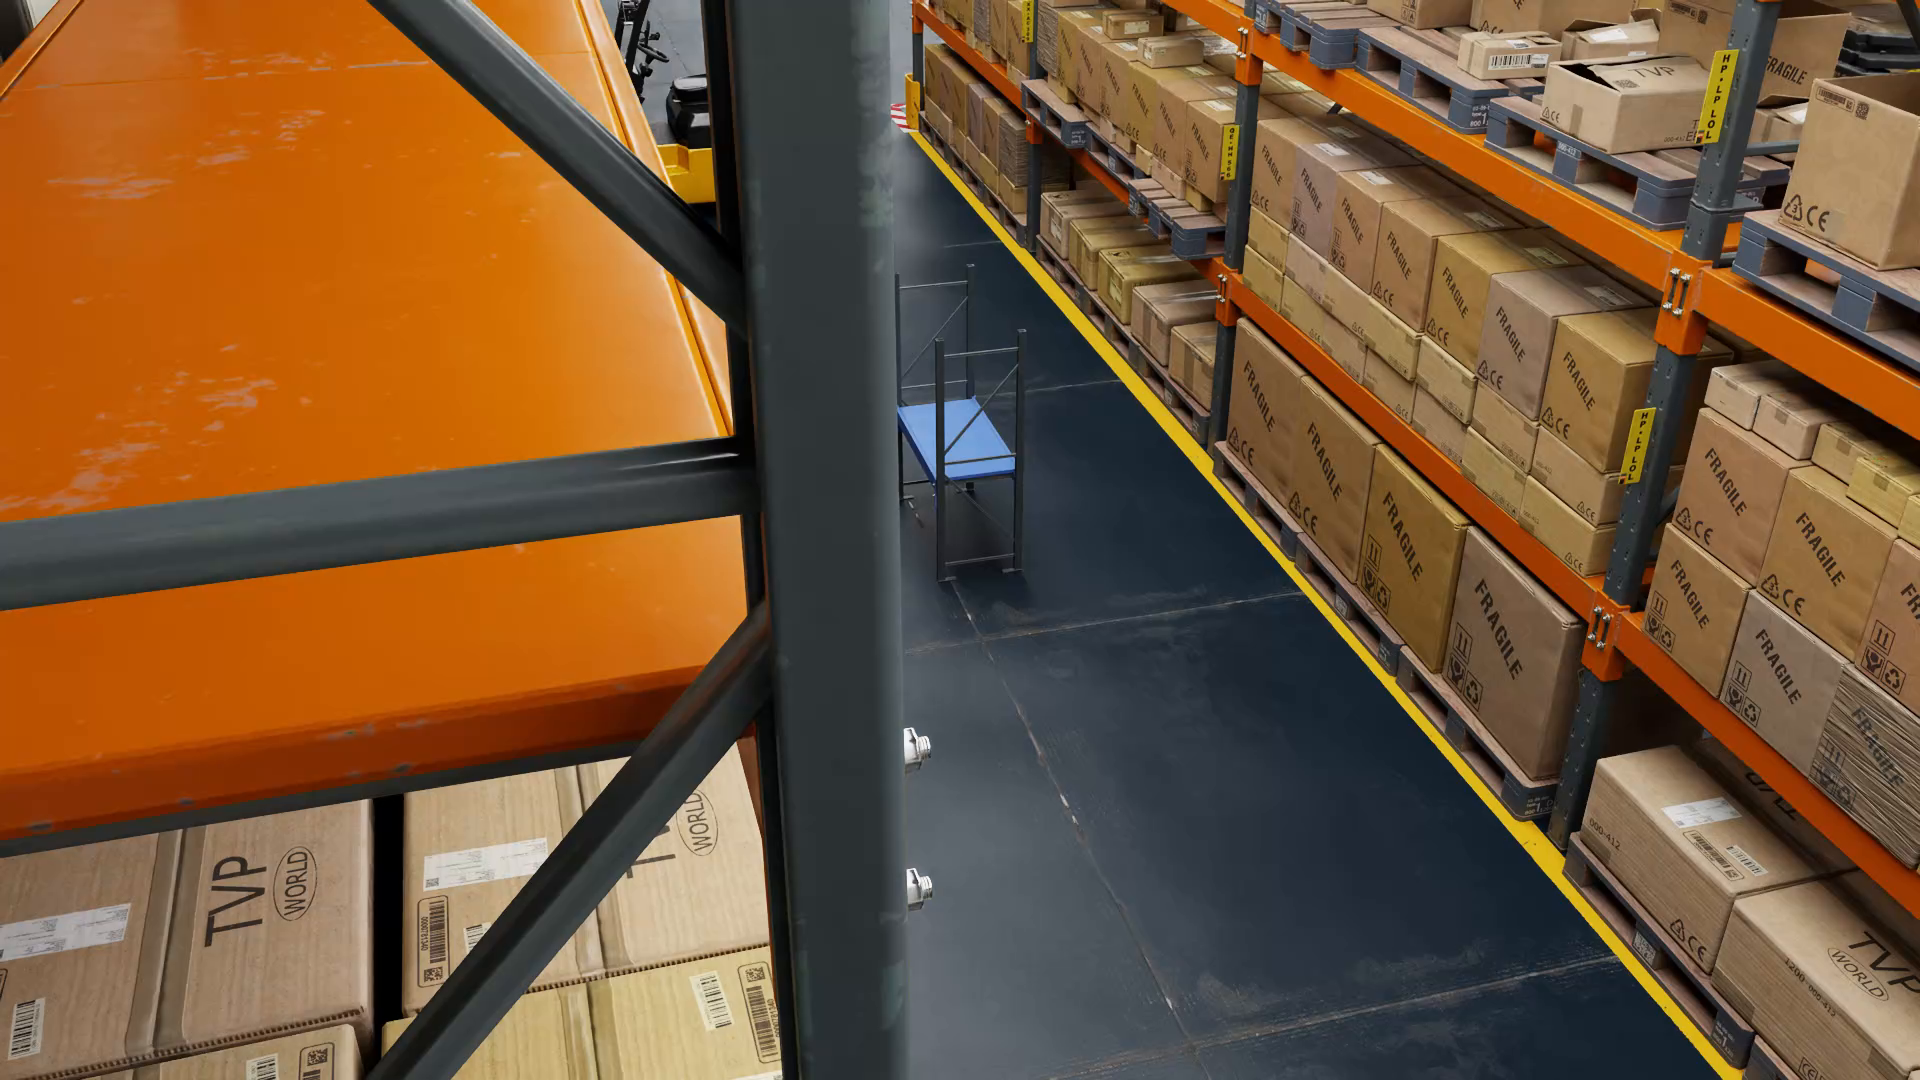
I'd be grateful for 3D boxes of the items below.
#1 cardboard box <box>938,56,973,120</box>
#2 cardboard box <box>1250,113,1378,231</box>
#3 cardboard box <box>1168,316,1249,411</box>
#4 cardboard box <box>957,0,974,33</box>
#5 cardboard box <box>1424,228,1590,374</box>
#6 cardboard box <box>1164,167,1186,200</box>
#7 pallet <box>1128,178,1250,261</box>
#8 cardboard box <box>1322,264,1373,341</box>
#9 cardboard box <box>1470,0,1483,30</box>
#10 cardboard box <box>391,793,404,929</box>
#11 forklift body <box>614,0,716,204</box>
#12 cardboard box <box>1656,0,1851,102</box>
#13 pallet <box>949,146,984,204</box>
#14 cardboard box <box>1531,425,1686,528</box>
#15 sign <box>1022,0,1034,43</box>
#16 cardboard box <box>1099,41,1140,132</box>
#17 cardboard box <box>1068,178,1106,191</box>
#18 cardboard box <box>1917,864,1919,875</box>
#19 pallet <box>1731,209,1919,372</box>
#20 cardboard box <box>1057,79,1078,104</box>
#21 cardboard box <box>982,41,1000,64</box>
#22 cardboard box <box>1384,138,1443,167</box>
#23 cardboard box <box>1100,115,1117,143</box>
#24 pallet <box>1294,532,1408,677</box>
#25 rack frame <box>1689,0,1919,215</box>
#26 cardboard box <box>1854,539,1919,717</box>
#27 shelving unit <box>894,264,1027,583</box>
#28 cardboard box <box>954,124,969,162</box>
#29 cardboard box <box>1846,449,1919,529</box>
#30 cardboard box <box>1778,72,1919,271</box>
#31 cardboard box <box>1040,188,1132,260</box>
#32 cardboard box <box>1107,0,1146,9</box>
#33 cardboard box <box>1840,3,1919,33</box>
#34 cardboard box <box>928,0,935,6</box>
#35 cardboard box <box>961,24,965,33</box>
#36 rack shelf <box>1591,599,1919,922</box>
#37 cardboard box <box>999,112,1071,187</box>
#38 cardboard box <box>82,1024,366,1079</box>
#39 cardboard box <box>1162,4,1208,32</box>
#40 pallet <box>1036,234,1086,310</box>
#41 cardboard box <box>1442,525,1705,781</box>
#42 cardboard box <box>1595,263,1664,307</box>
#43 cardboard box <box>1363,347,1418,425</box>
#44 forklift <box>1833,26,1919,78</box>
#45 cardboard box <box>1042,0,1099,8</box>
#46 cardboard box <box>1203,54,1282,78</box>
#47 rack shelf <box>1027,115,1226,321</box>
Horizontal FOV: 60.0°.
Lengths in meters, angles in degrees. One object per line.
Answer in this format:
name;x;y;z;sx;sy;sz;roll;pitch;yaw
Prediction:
cardboard box;0.100;-4.400;16.166;0.500;0.500;0.500;-9;31;-15
cardboard box;2.022;-2.115;9.543;0.500;0.500;0.500;-9;31;-15
cardboard box;1.986;-1.228;11.313;0.950;0.372;0.625;-10;32;-17
cardboard box;0.281;-4.940;15.124;0.500;0.500;0.500;-8;31;-14
cardboard box;2.567;-1.133;7.846;0.500;0.500;0.500;-7;31;-12
cardboard box;1.562;-2.345;10.870;0.380;0.149;0.250;-8;31;-14
pallet;1.835;-2.157;10.904;1.213;0.211;1.003;-8;31;-13
cardboard box;2.279;-1.291;8.869;0.500;0.250;0.500;-8;31;-13
cardboard box;2.829;-2.713;8.394;0.396;0.266;0.258;-9;31;-15
cardboard box;-1.191;0.586;2.833;0.500;0.250;0.500;-9;31;-14
forklift body;-2.519;-4.071;14.868;2.313;2.155;1.214;-8;31;-13
cardboard box;3.234;-1.965;6.869;0.500;0.500;0.500;-8;31;-14
pallet;0.525;-3.545;15.895;1.003;0.211;1.213;-8;31;-13
cardboard box;2.837;-0.310;7.173;0.500;0.250;0.500;-8;31;-13
sign;0.544;-4.140;13.276;0.100;0.325;0.005;-8;31;-13
cardboard box;1.311;-3.202;11.702;0.500;0.500;0.500;-9;31;-15
cardboard box;1.169;-3.154;14.762;0.500;0.250;0.500;-9;31;-16
cardboard box;3.452;0.974;5.204;0.500;0.500;0.500;-7;31;-12
pallet;3.395;-0.841;5.534;1.003;0.211;1.213;-8;31;-13
cardboard box;0.965;-3.484;12.837;0.380;0.149;0.250;-7;31;-12
cardboard box;0.413;-4.338;14.732;0.380;0.149;0.250;-8;31;-14
cardboard box;2.660;-1.924;9.213;0.500;0.500;0.500;-7;31;-12
cardboard box;1.226;-2.972;11.954;0.380;0.149;0.250;-7;31;-11
pallet;2.583;0.276;9.293;1.003;0.211;1.213;-8;31;-13
rack frame;3.188;-2.574;5.445;1.000;3.000;0.127;-8;31;-13
cardboard box;3.334;0.302;5.367;0.500;0.500;0.500;-7;31;-12
shelving unit;-0.023;-0.690;9.677;0.538;1.500;1.048;-8;31;-13
cardboard box;0.236;-3.829;15.928;0.500;0.250;0.500;-6;31;-10
cardboard box;3.221;-0.180;5.552;0.380;0.149;0.250;-8;31;-14
cardboard box;3.142;-1.232;5.503;0.500;0.500;0.500;-7;31;-12
cardboard box;1.206;-2.633;13.740;0.950;0.372;0.625;-7;31;-13
cardboard box;1.409;-4.003;13.086;0.500;0.500;0.500;-8;31;-14
cardboard box;6.627;-3.555;12.031;0.700;0.500;0.500;-8;31;-14
cardboard box;-0.106;-5.473;16.693;0.380;0.149;0.250;-8;31;-13
cardboard box;0.219;-4.845;15.609;0.380;0.149;0.250;-7;31;-12
rack shelf;3.719;1.300;5.460;1.077;0.370;4.000;-8;31;-13
cardboard box;0.649;-3.408;14.452;0.500;0.500;0.500;-8;31;-14
cardboard box;-0.922;0.860;1.860;0.500;0.250;0.500;-9;31;-15
cardboard box;1.696;-3.823;12.128;0.380;0.149;0.250;-9;31;-15
pallet;1.273;-2.259;13.673;1.003;0.211;1.213;-8;31;-13
cardboard box;2.947;0.471;7.874;0.875;0.875;0.875;-7;31;-12
cardboard box;3.187;-0.947;7.524;0.500;0.500;0.500;-8;31;-14
cardboard box;2.435;-0.837;8.583;0.500;0.250;0.500;-8;31;-13
forklift;4.941;-1.662;9.927;1.130;2.935;3.031;-7;31;-11
cardboard box;0.849;-4.202;12.783;0.380;0.149;0.250;-8;31;-13
cardboard box;1.938;-3.018;11.385;0.500;0.500;0.500;-7;31;-12
rack shelf;1.596;-2.564;12.135;1.077;0.370;4.000;-8;31;-13
